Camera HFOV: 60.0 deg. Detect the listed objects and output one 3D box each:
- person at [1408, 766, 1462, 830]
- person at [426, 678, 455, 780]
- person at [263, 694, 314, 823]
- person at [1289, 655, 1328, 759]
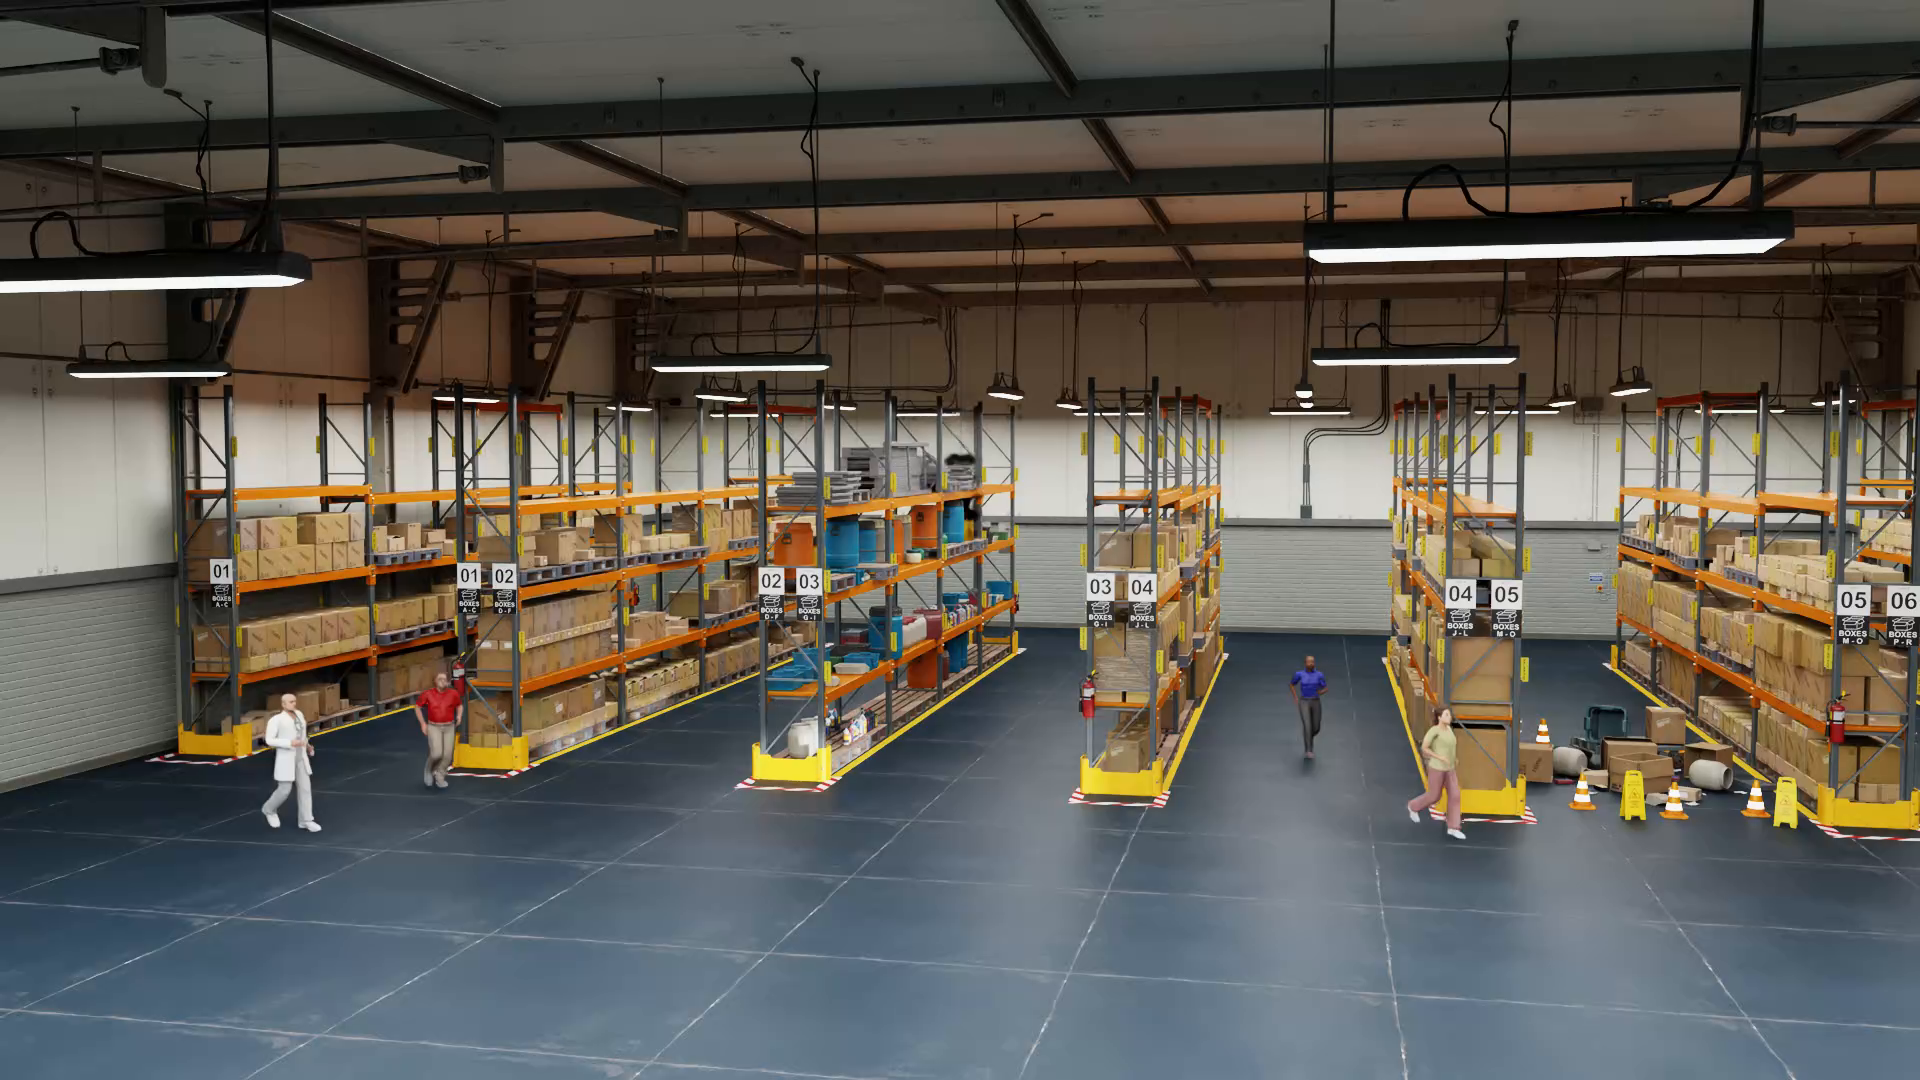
[{"bbox_3d":[6.194,3.255,21.535,0.347,0.918,0.797,-2,4,-32],"label":"person"},{"bbox_3d":[-7.613,2.781,24.419,0.419,1.533,0.471,-2,4,-36],"label":"person"},{"bbox_3d":[-8.758,2.841,21.666,0.767,1.697,0.723,2,4,27],"label":"person"},{"bbox_3d":[5.644,2.672,26.887,0.587,1.627,0.858,0,3,0],"label":"person"}]
